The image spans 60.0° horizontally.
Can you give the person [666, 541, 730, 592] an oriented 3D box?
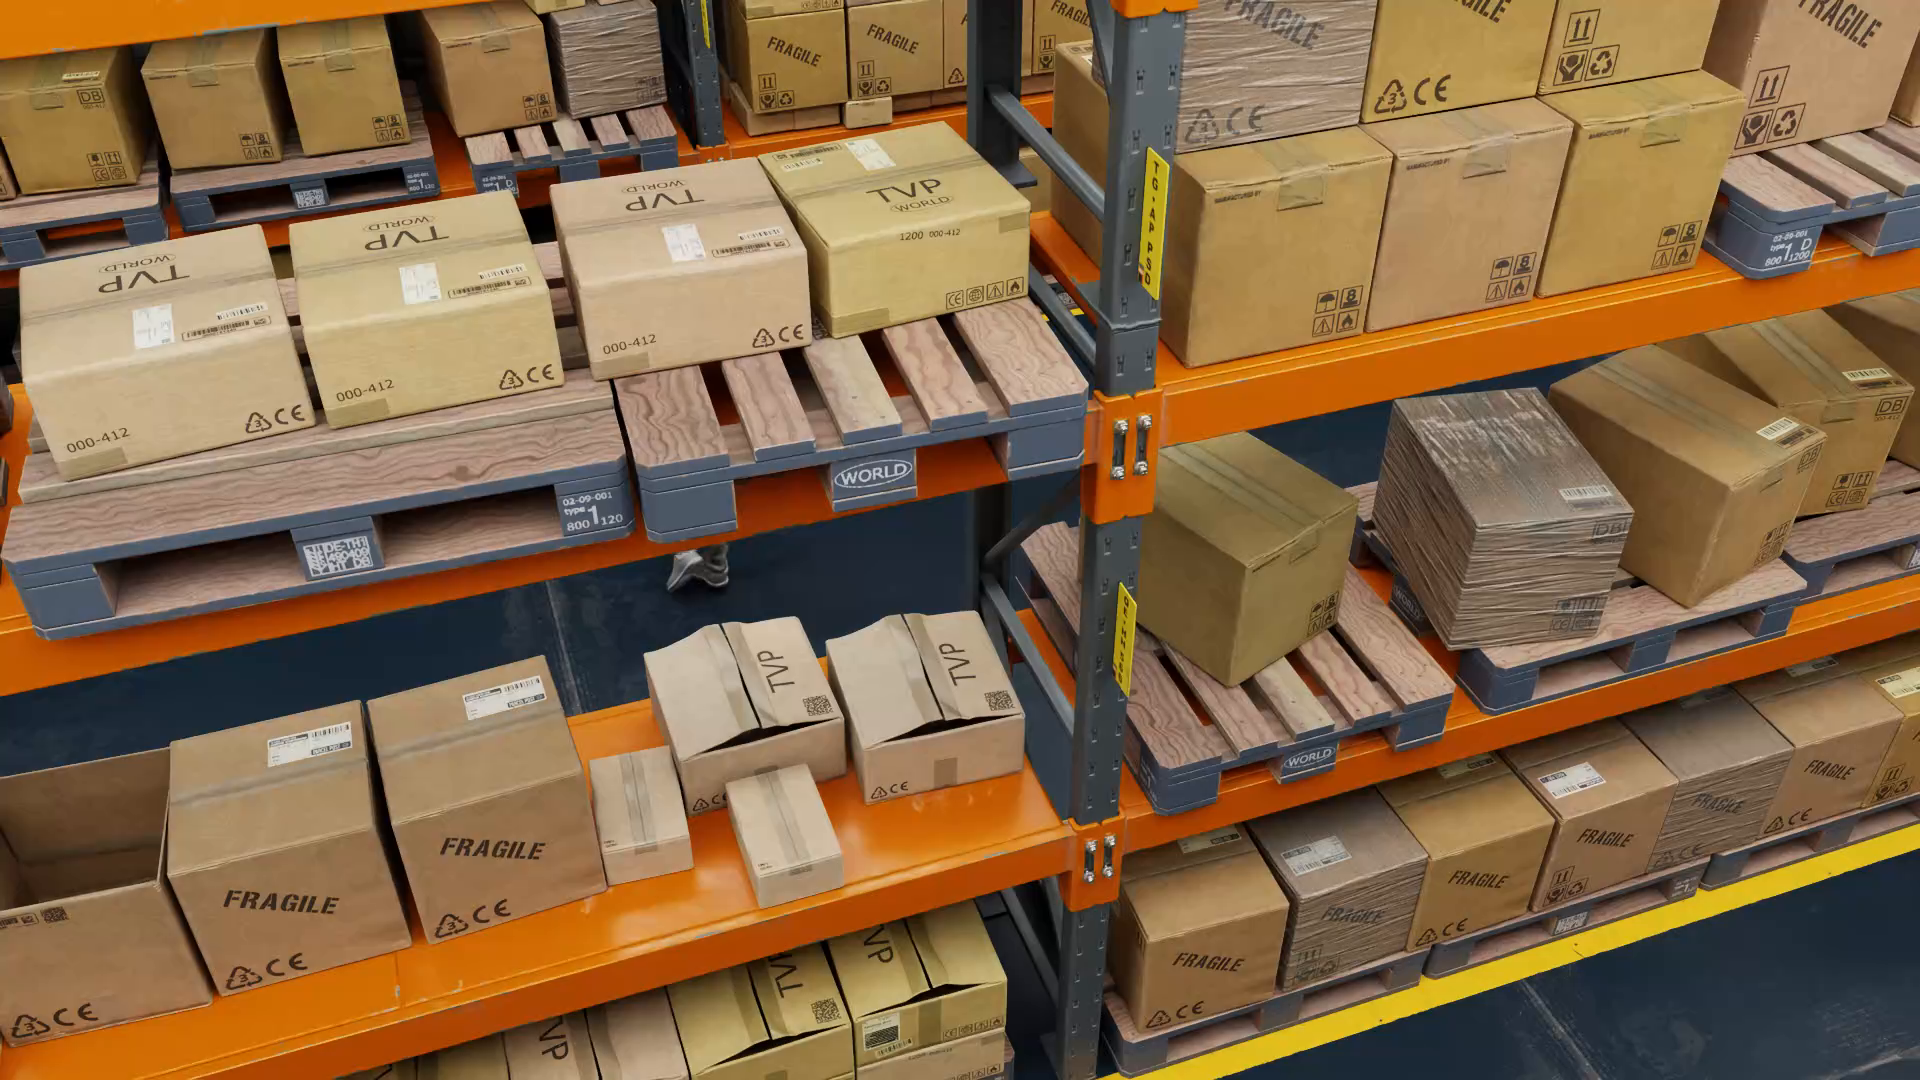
[{"bbox_3d":[-1.202,-0.528,7.422,0.543,1.681,0.418,-27,46,-30],"label":"person"}]
